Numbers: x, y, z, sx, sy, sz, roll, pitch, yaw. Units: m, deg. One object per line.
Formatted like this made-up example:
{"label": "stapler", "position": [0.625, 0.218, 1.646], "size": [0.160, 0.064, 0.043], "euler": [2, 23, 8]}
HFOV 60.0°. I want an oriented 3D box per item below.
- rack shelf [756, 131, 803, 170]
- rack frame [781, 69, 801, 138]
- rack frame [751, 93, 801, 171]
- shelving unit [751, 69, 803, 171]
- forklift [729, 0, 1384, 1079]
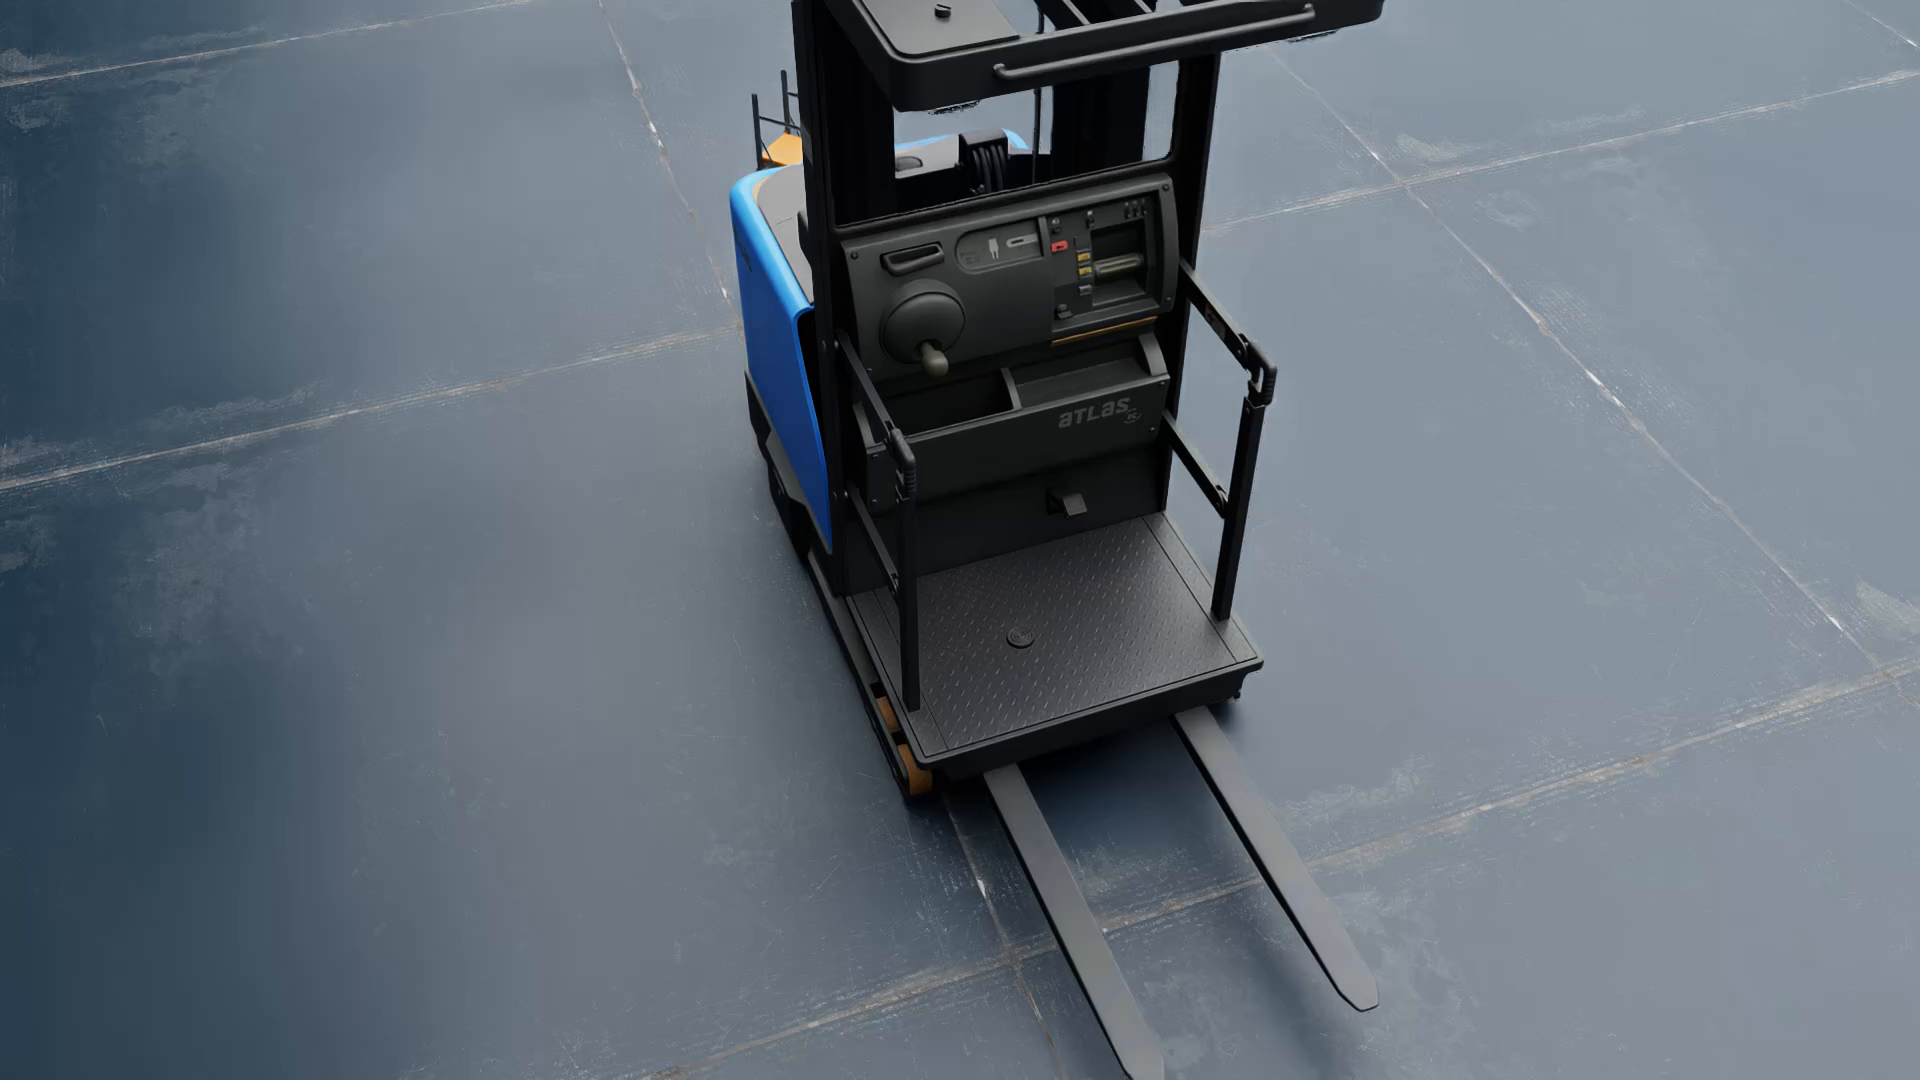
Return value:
{"label": "rack shelf", "position": [-0.547, -1.299, 5.749], "size": [0.258, 0.103, 0.180], "euler": [20, 47, 19]}
{"label": "rack frame", "position": [-0.507, -1.128, 6.026], "size": [0.240, 1.200, 0.006], "euler": [20, 47, 19]}
{"label": "rack frame", "position": [-0.592, -1.015, 5.909], "size": [0.240, 1.200, 0.006], "euler": [20, 47, 19]}
{"label": "shelving unit", "position": [-0.550, -1.072, 5.968], "size": [0.258, 1.200, 0.189], "euler": [20, 47, 19]}
{"label": "forklift", "position": [0.228, -0.608, 4.287], "size": [1.130, 2.935, 3.031], "euler": [-15, 47, -14]}
